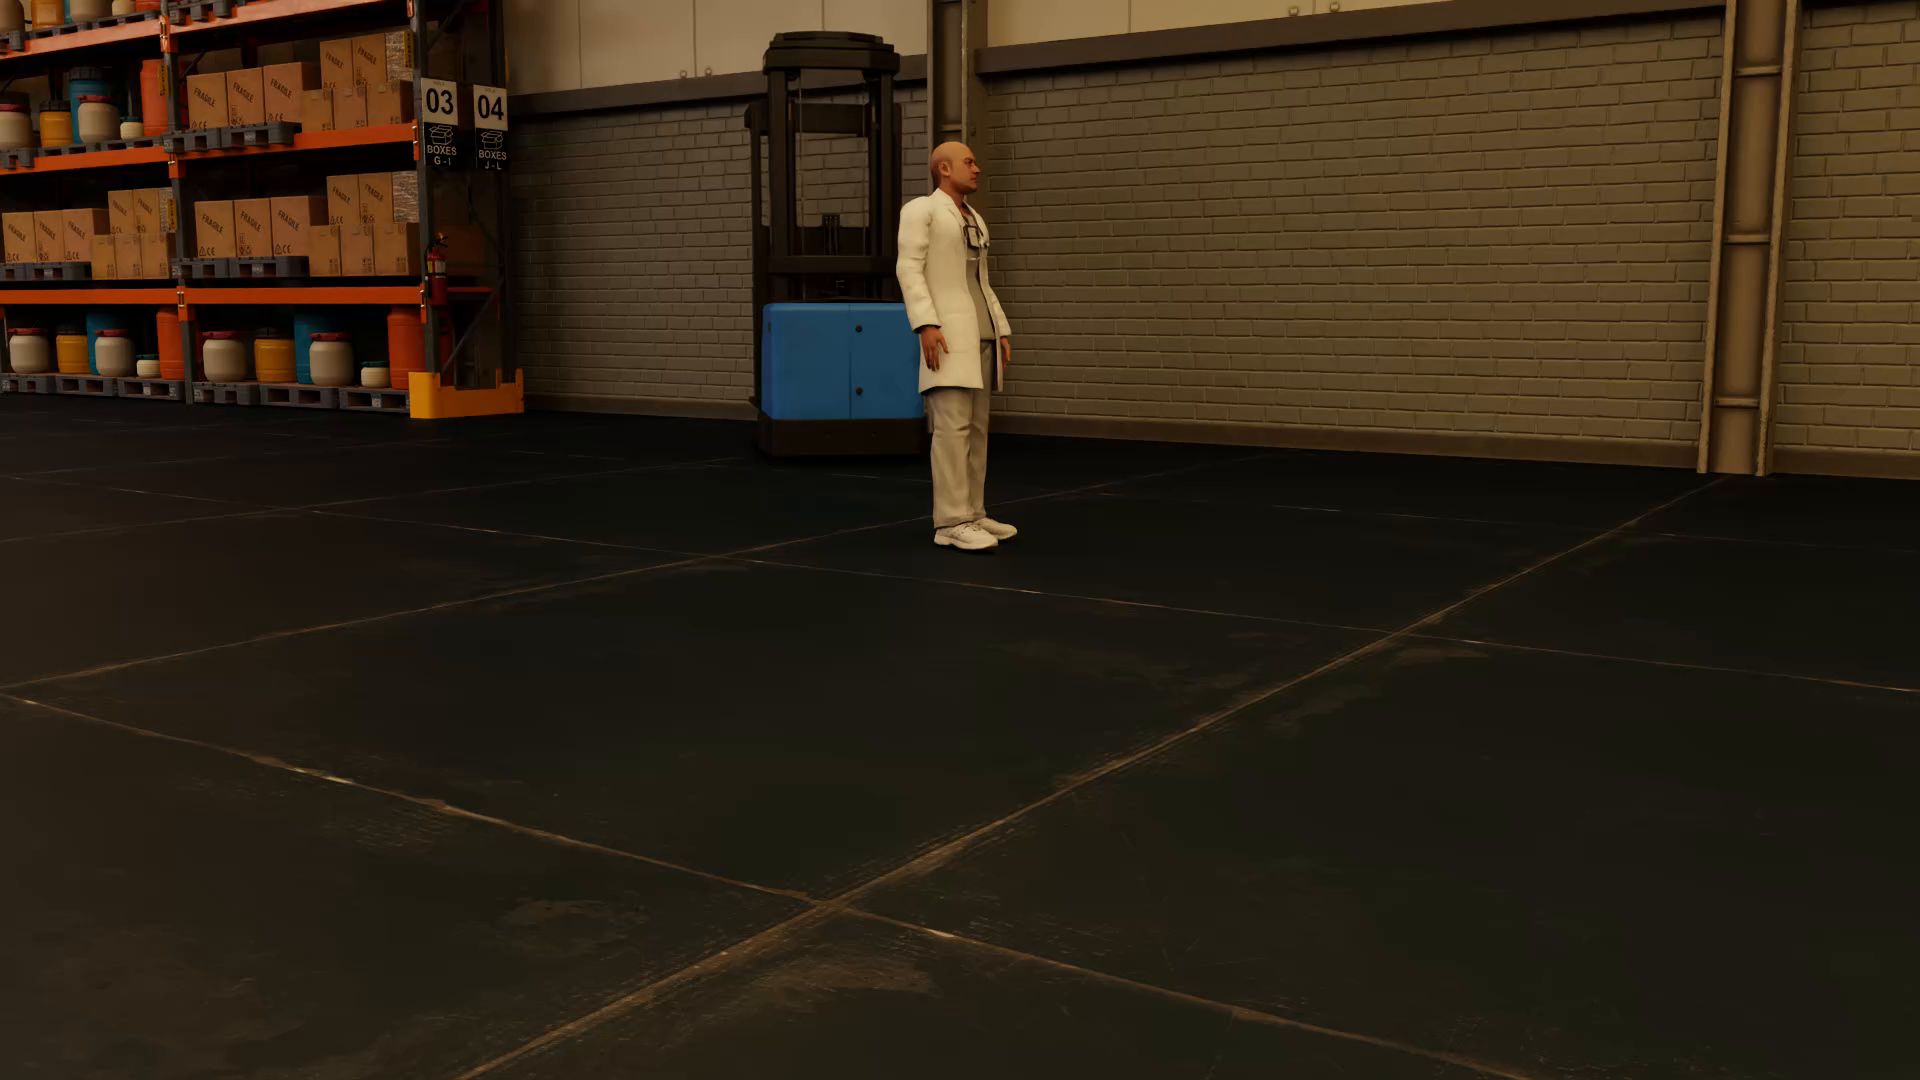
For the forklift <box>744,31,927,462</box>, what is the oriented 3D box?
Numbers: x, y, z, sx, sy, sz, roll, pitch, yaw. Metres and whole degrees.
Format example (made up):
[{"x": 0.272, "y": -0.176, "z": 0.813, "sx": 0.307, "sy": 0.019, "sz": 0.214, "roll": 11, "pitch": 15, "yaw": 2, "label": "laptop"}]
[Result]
[{"x": -1.009, "y": -2.153, "z": 12.334, "sx": 1.130, "sy": 2.935, "sz": 3.031, "roll": -2, "pitch": 8, "yaw": -11, "label": "forklift"}]

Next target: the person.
[{"x": 0.074, "y": -0.880, "z": 7.424, "sx": 0.578, "sy": 1.778, "sz": 0.698, "roll": 5, "pitch": 10, "yaw": 34, "label": "person"}]
